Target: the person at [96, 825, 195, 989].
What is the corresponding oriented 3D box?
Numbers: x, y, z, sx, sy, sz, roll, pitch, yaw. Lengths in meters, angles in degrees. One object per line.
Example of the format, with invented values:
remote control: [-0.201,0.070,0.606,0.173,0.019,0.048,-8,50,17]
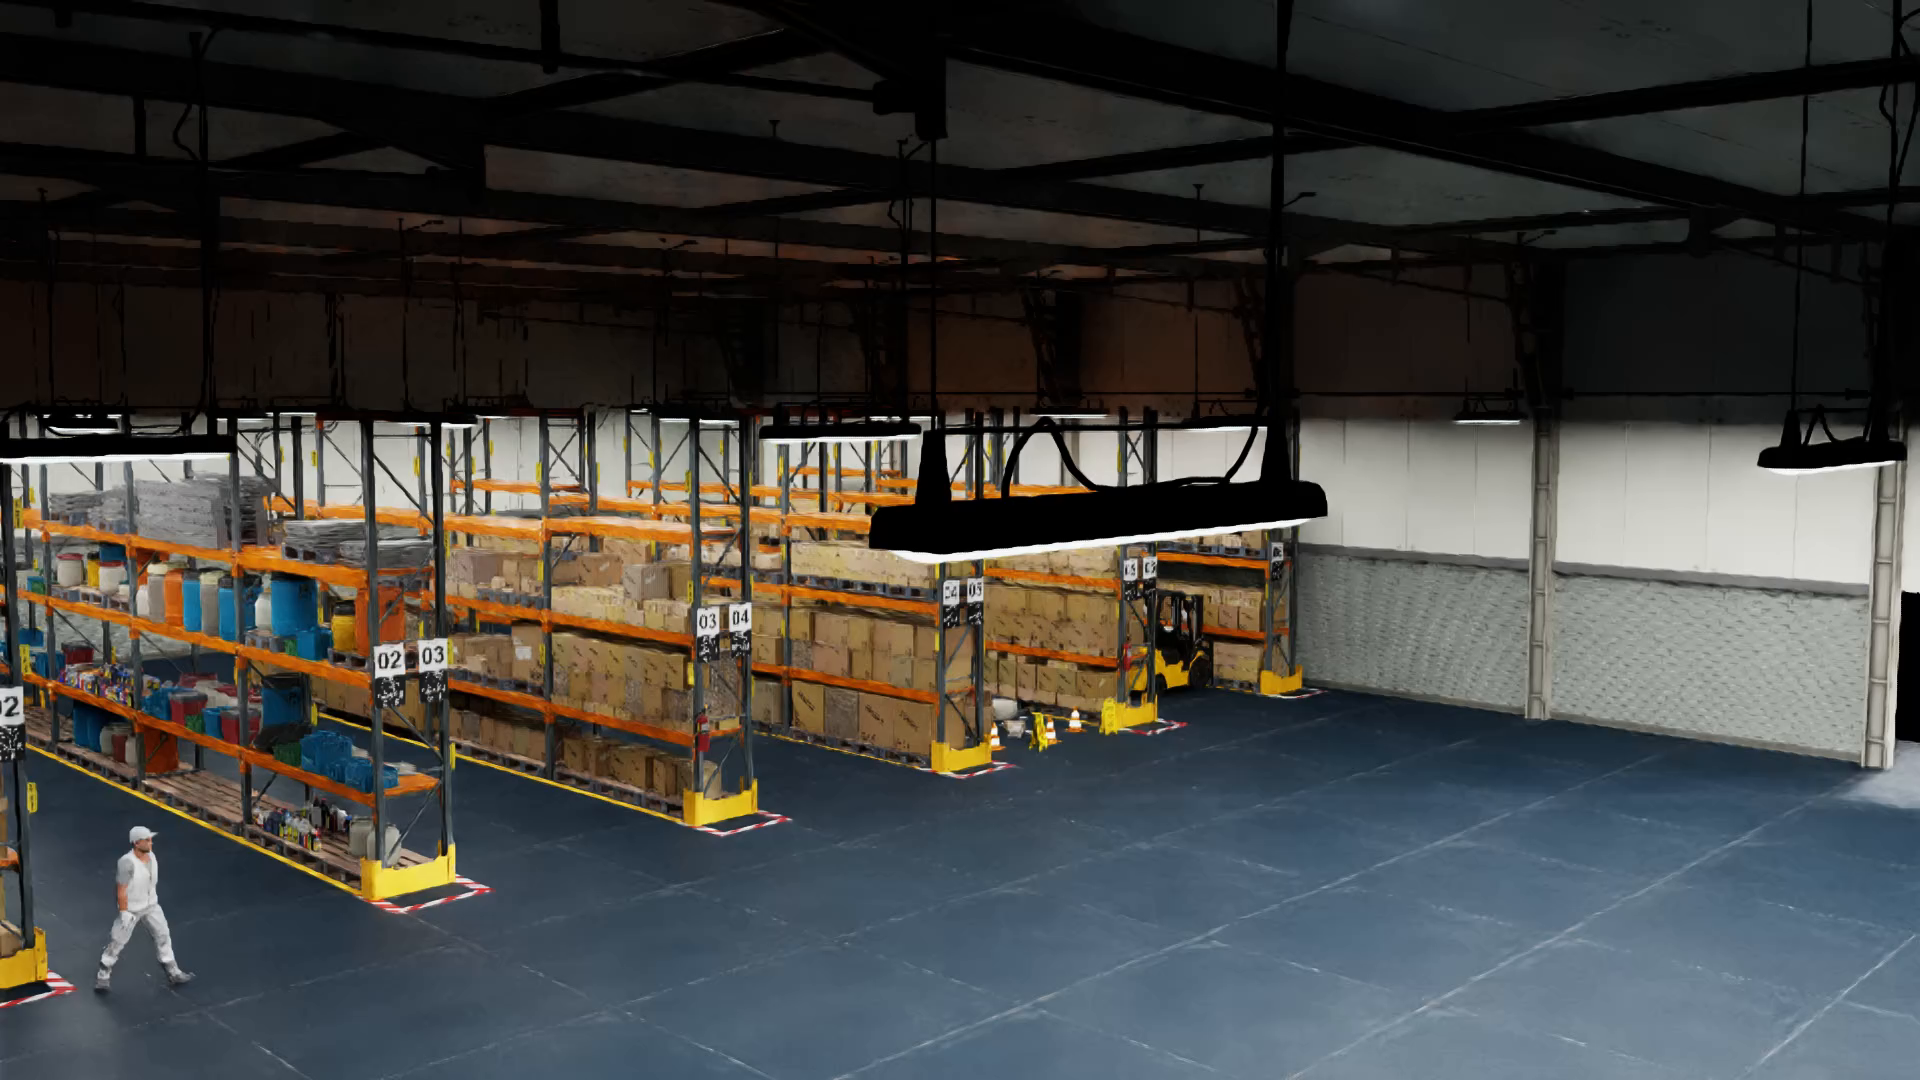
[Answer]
person: [-8.706,3.895,17.627,0.947,1.760,0.586,2,5,19]
